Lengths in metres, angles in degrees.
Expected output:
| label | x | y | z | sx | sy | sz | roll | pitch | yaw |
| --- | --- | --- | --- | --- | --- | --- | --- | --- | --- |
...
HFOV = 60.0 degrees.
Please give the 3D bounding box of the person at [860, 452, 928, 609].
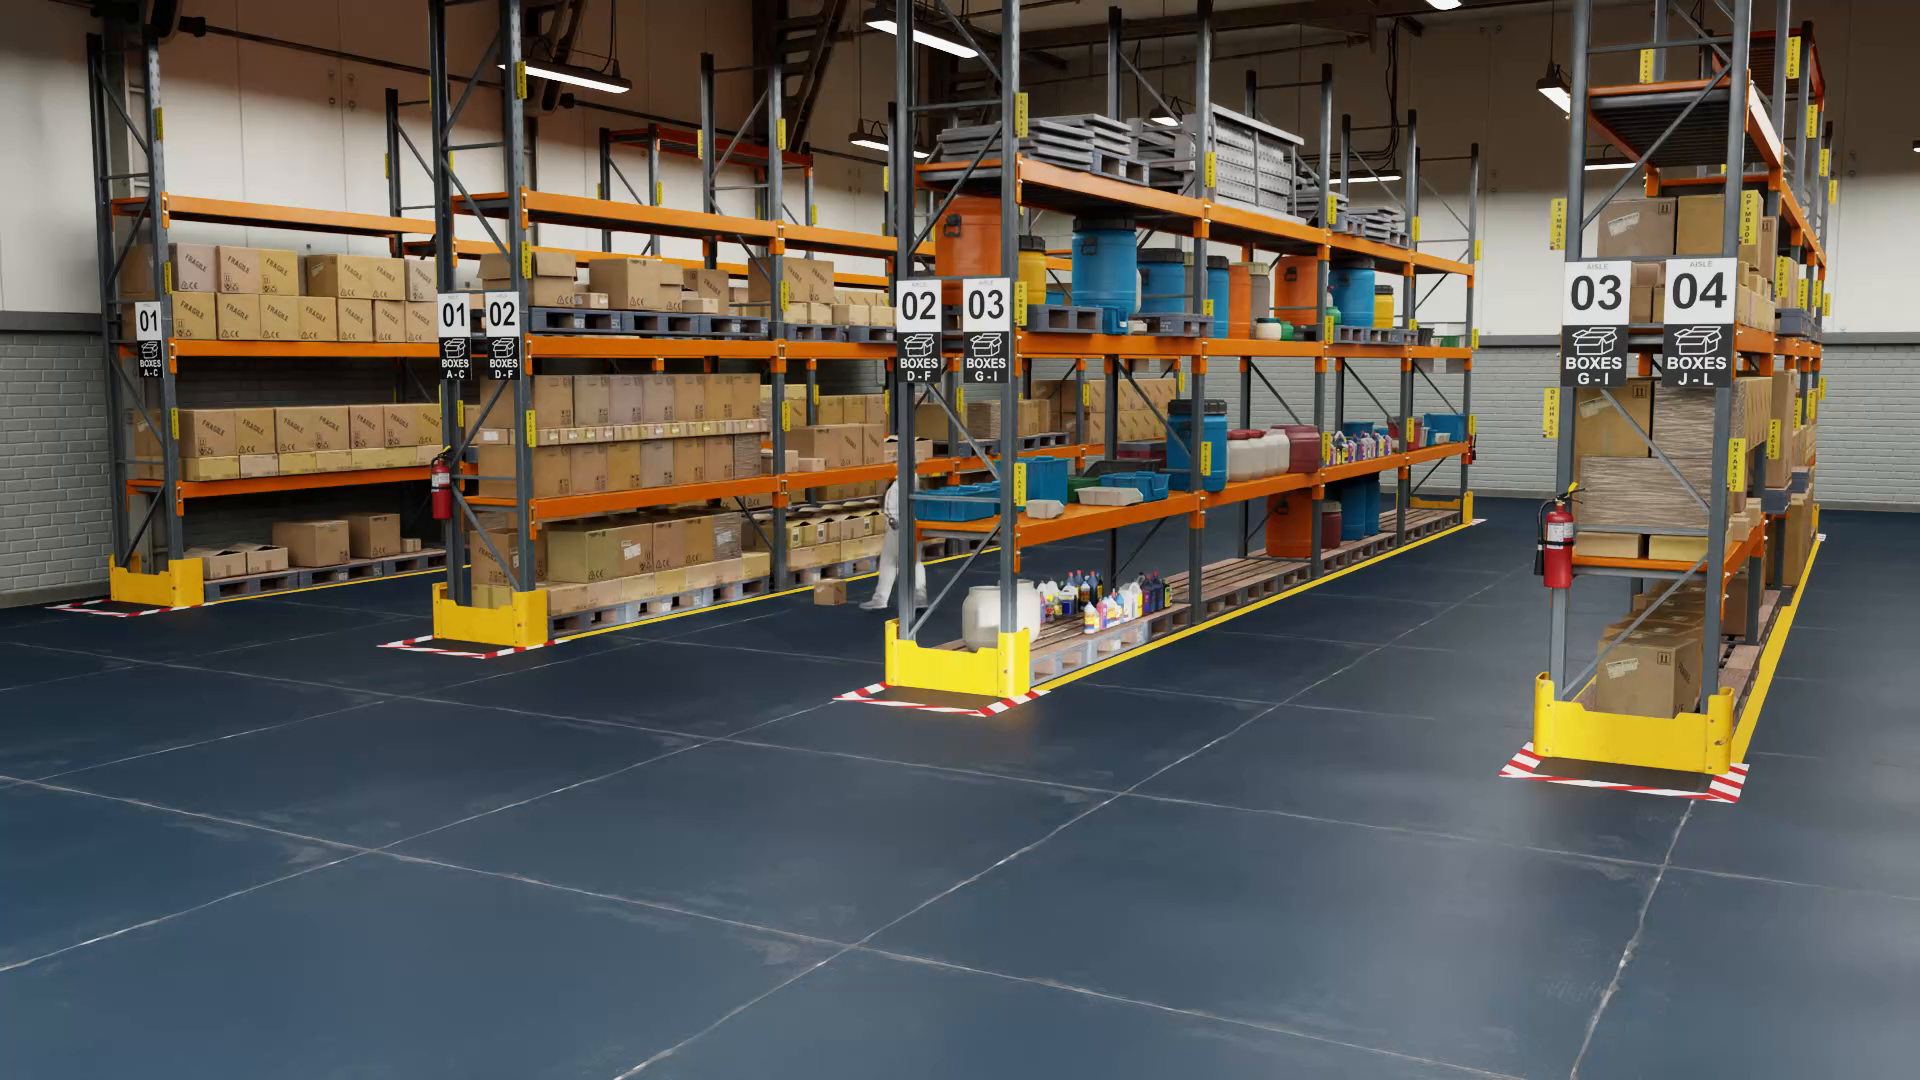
| label | x | y | z | sx | sy | sz | roll | pitch | yaw |
| --- | --- | --- | --- | --- | --- | --- | --- | --- | --- |
| person | -0.666 | -0.109 | 17.278 | 0.691 | 1.655 | 0.487 | 2 | 7 | 22 |
